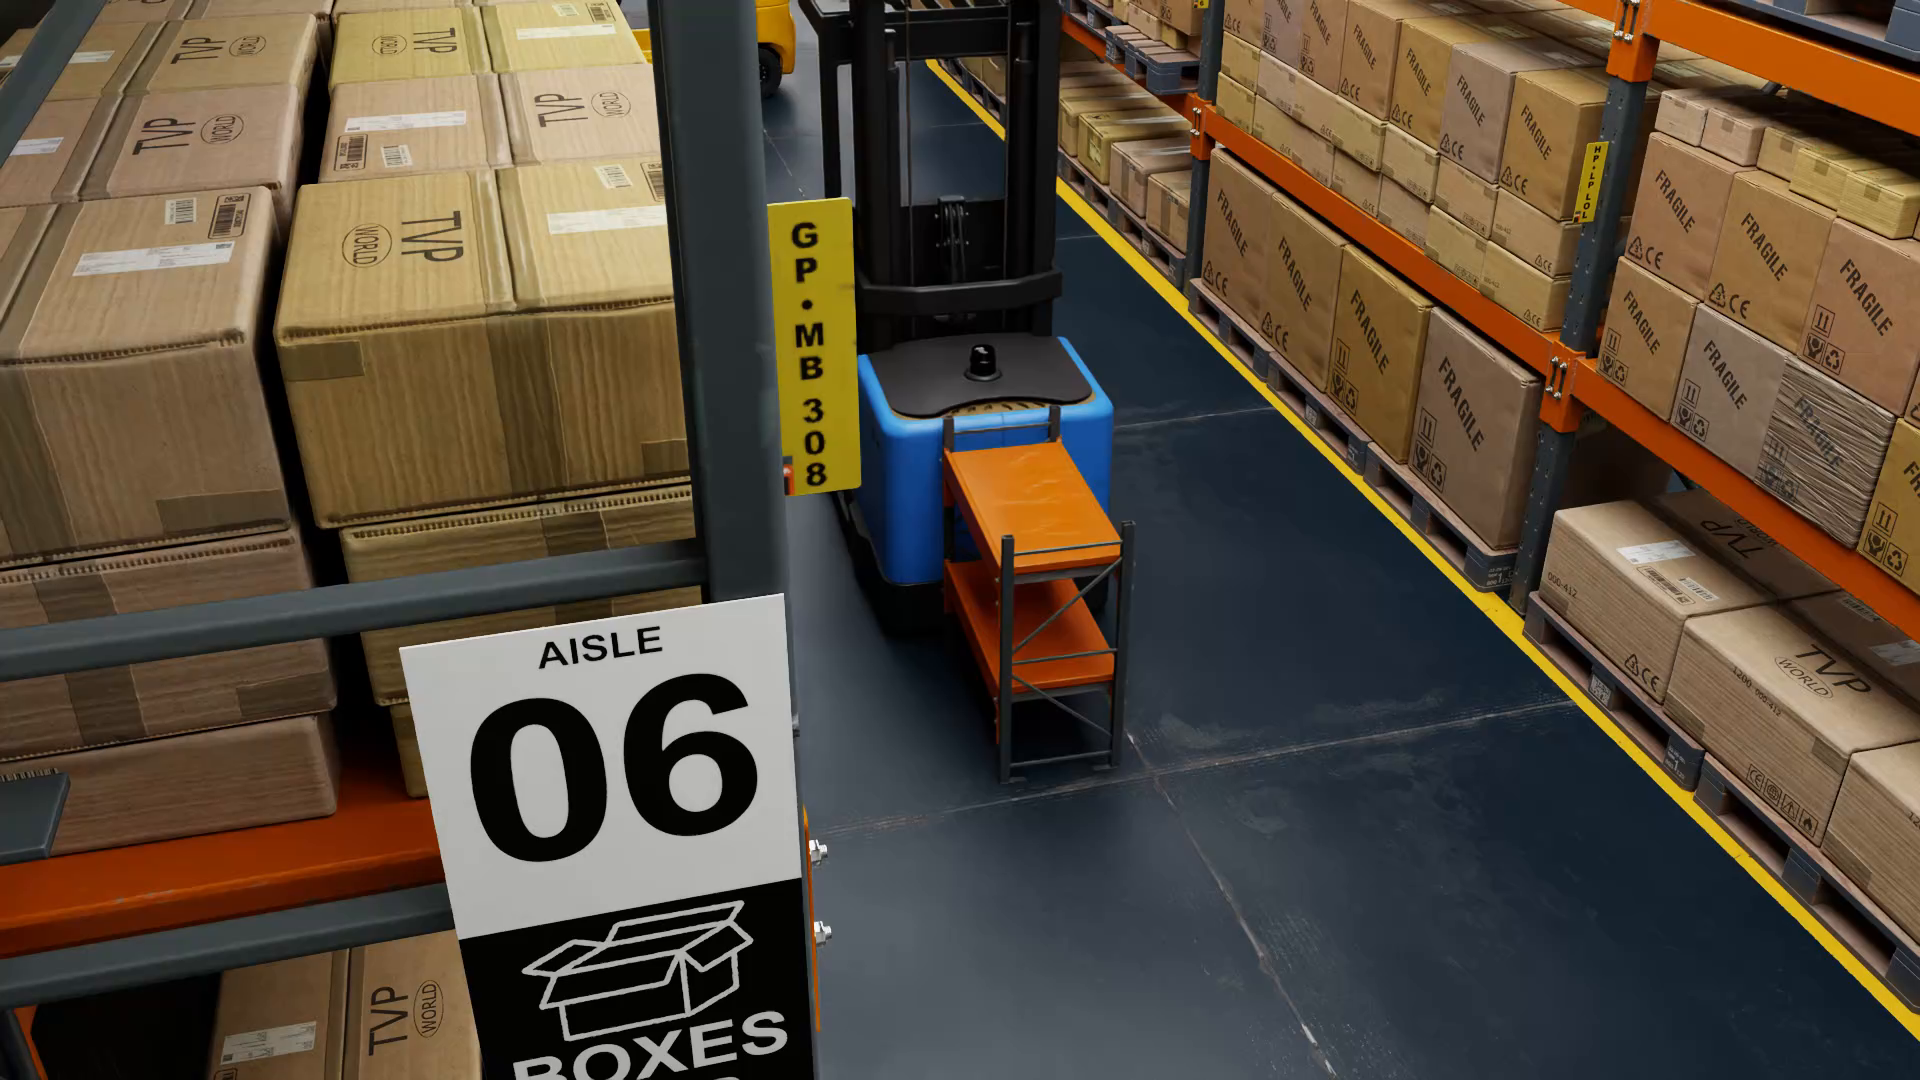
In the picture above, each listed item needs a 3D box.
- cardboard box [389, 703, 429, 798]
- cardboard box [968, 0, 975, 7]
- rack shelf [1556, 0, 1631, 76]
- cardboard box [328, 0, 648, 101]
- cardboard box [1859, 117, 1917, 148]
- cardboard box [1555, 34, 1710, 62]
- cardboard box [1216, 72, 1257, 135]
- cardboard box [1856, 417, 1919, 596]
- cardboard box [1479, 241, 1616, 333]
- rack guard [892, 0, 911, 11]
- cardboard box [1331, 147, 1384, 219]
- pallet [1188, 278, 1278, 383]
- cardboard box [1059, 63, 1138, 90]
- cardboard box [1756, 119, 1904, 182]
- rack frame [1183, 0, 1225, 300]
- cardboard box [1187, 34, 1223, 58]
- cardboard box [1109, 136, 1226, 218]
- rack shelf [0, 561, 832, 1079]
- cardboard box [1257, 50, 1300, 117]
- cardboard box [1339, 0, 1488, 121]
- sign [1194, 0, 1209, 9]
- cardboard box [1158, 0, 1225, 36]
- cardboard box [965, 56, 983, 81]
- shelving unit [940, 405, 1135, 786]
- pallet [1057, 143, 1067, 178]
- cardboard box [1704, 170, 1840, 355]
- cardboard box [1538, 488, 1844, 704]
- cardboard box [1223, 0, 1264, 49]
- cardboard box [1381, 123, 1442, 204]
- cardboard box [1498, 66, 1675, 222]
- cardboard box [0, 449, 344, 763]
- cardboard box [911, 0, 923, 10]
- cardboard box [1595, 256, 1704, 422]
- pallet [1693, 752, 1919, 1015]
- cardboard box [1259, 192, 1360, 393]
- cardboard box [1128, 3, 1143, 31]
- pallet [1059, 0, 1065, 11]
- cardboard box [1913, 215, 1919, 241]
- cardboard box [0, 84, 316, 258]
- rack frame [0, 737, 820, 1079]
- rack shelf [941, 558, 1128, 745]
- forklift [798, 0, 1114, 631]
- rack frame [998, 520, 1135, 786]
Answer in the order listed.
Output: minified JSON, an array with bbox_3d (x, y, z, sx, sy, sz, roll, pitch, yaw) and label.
[{"bbox_3d":[-0.540,0.182,2.198,0.380,0.149,0.250,-7,31,-12],"label":"cardboard box"},{"bbox_3d":[0.368,-4.713,14.976,0.500,0.500,0.500,-7,31,-12],"label":"cardboard box"},{"bbox_3d":[2.513,-2.991,8.146,1.077,0.370,4.000,-8,31,-13],"label":"rack shelf"},{"bbox_3d":[-0.818,-0.759,2.927,0.500,0.250,0.500,-8,31,-14],"label":"cardboard box"},{"bbox_3d":[3.454,-1.425,5.971,0.380,0.149,0.250,-8,31,-13],"label":"cardboard box"},{"bbox_3d":[3.042,-2.007,7.624,0.500,0.500,0.500,-8,31,-14],"label":"cardboard box"},{"bbox_3d":[1.869,-2.635,9.958,0.500,0.250,0.500,-8,31,-14],"label":"cardboard box"},{"bbox_3d":[3.308,-0.086,5.305,0.500,0.500,0.500,-7,31,-12],"label":"cardboard box"},{"bbox_3d":[2.681,-1.156,7.402,0.500,0.250,0.500,-9,31,-14],"label":"cardboard box"},{"bbox_3d":[-0.121,-5.715,17.625,1.175,0.500,0.348,-8,31,-13],"label":"rack guard"},{"bbox_3d":[2.290,-1.897,8.683,0.500,0.250,0.500,-8,31,-13],"label":"cardboard box"},{"bbox_3d":[2.118,-1.372,10.410,1.003,0.211,1.213,-8,31,-13],"label":"pallet"},{"bbox_3d":[1.062,-3.693,13.840,0.950,0.372,0.625,-7,31,-13],"label":"cardboard box"},{"bbox_3d":[3.069,-1.368,5.874,0.380,0.149,0.250,-8,31,-14],"label":"cardboard box"},{"bbox_3d":[1.982,-2.970,10.386,1.000,3.000,0.127,-8,31,-13],"label":"rack frame"},{"bbox_3d":[1.668,-3.170,10.563,0.380,0.149,0.250,-7,31,-11],"label":"cardboard box"},{"bbox_3d":[1.638,-2.644,12.027,0.950,0.372,0.625,-8,31,-14],"label":"cardboard box"},{"bbox_3d":[-1.210,-0.397,3.665,1.077,0.370,4.000,-8,31,-13],"label":"rack shelf"},{"bbox_3d":[2.014,-2.594,9.388,0.500,0.250,0.500,-7,31,-12],"label":"cardboard box"},{"bbox_3d":[2.271,-2.441,8.374,0.500,0.500,0.500,-7,31,-12],"label":"cardboard box"},{"bbox_3d":[1.461,-3.360,9.984,0.100,0.325,0.005,-8,31,-13],"label":"sign"},{"bbox_3d":[1.593,-3.506,10.497,0.500,0.500,0.500,-9,31,-15],"label":"cardboard box"},{"bbox_3d":[0.353,-4.399,15.181,0.500,0.250,0.500,-9,31,-15],"label":"cardboard box"},{"bbox_3d":[0.286,0.201,6.780,0.538,1.125,1.048,-6,31,-11],"label":"shelving unit"},{"bbox_3d":[1.128,-3.319,13.773,1.003,0.211,1.213,-8,31,-13],"label":"pallet"},{"bbox_3d":[3.064,-1.007,5.897,0.500,0.500,0.500,-8,31,-14],"label":"cardboard box"},{"bbox_3d":[3.107,0.207,7.037,0.875,0.438,0.875,-8,31,-14],"label":"cardboard box"},{"bbox_3d":[1.877,-3.175,9.643,0.500,0.500,0.500,-9,31,-15],"label":"cardboard box"},{"bbox_3d":[2.409,-1.860,8.119,0.500,0.250,0.500,-7,31,-12],"label":"cardboard box"},{"bbox_3d":[2.683,-1.696,7.088,0.500,0.500,0.500,-7,31,-12],"label":"cardboard box"},{"bbox_3d":[-1.060,0.015,2.088,0.500,0.250,0.500,-8,31,-14],"label":"cardboard box"},{"bbox_3d":[-0.194,-5.399,16.909,0.500,0.250,0.500,-8,31,-14],"label":"cardboard box"},{"bbox_3d":[2.916,-0.820,6.572,0.500,0.500,0.500,-7,31,-12],"label":"cardboard box"},{"bbox_3d":[3.497,1.137,6.075,1.003,0.211,1.213,-8,31,-13],"label":"pallet"},{"bbox_3d":[2.318,-1.456,9.473,0.875,0.875,0.875,-7,31,-13],"label":"cardboard box"},{"bbox_3d":[1.358,-3.528,11.182,0.380,0.149,0.250,-9,31,-16],"label":"cardboard box"},{"bbox_3d":[0.983,-4.430,13.101,1.003,0.211,1.213,-8,31,-13],"label":"pallet"},{"bbox_3d":[3.264,-0.997,5.233,0.380,0.149,0.250,-8,31,-13],"label":"cardboard box"},{"bbox_3d":[-1.204,-0.451,2.395,0.500,0.250,0.500,-9,31,-15],"label":"cardboard box"},{"bbox_3d":[-0.679,1.556,2.567,1.000,3.000,0.127,-8,31,-13],"label":"rack frame"},{"bbox_3d":[0.286,0.412,6.903,0.538,0.278,1.000,-6,31,-11],"label":"rack shelf"},{"bbox_3d":[-0.142,-1.587,8.066,1.130,2.935,3.031,-6,31,-11],"label":"forklift"},{"bbox_3d":[0.397,0.449,6.351,0.500,1.125,0.032,-6,31,-11],"label":"rack frame"}]
